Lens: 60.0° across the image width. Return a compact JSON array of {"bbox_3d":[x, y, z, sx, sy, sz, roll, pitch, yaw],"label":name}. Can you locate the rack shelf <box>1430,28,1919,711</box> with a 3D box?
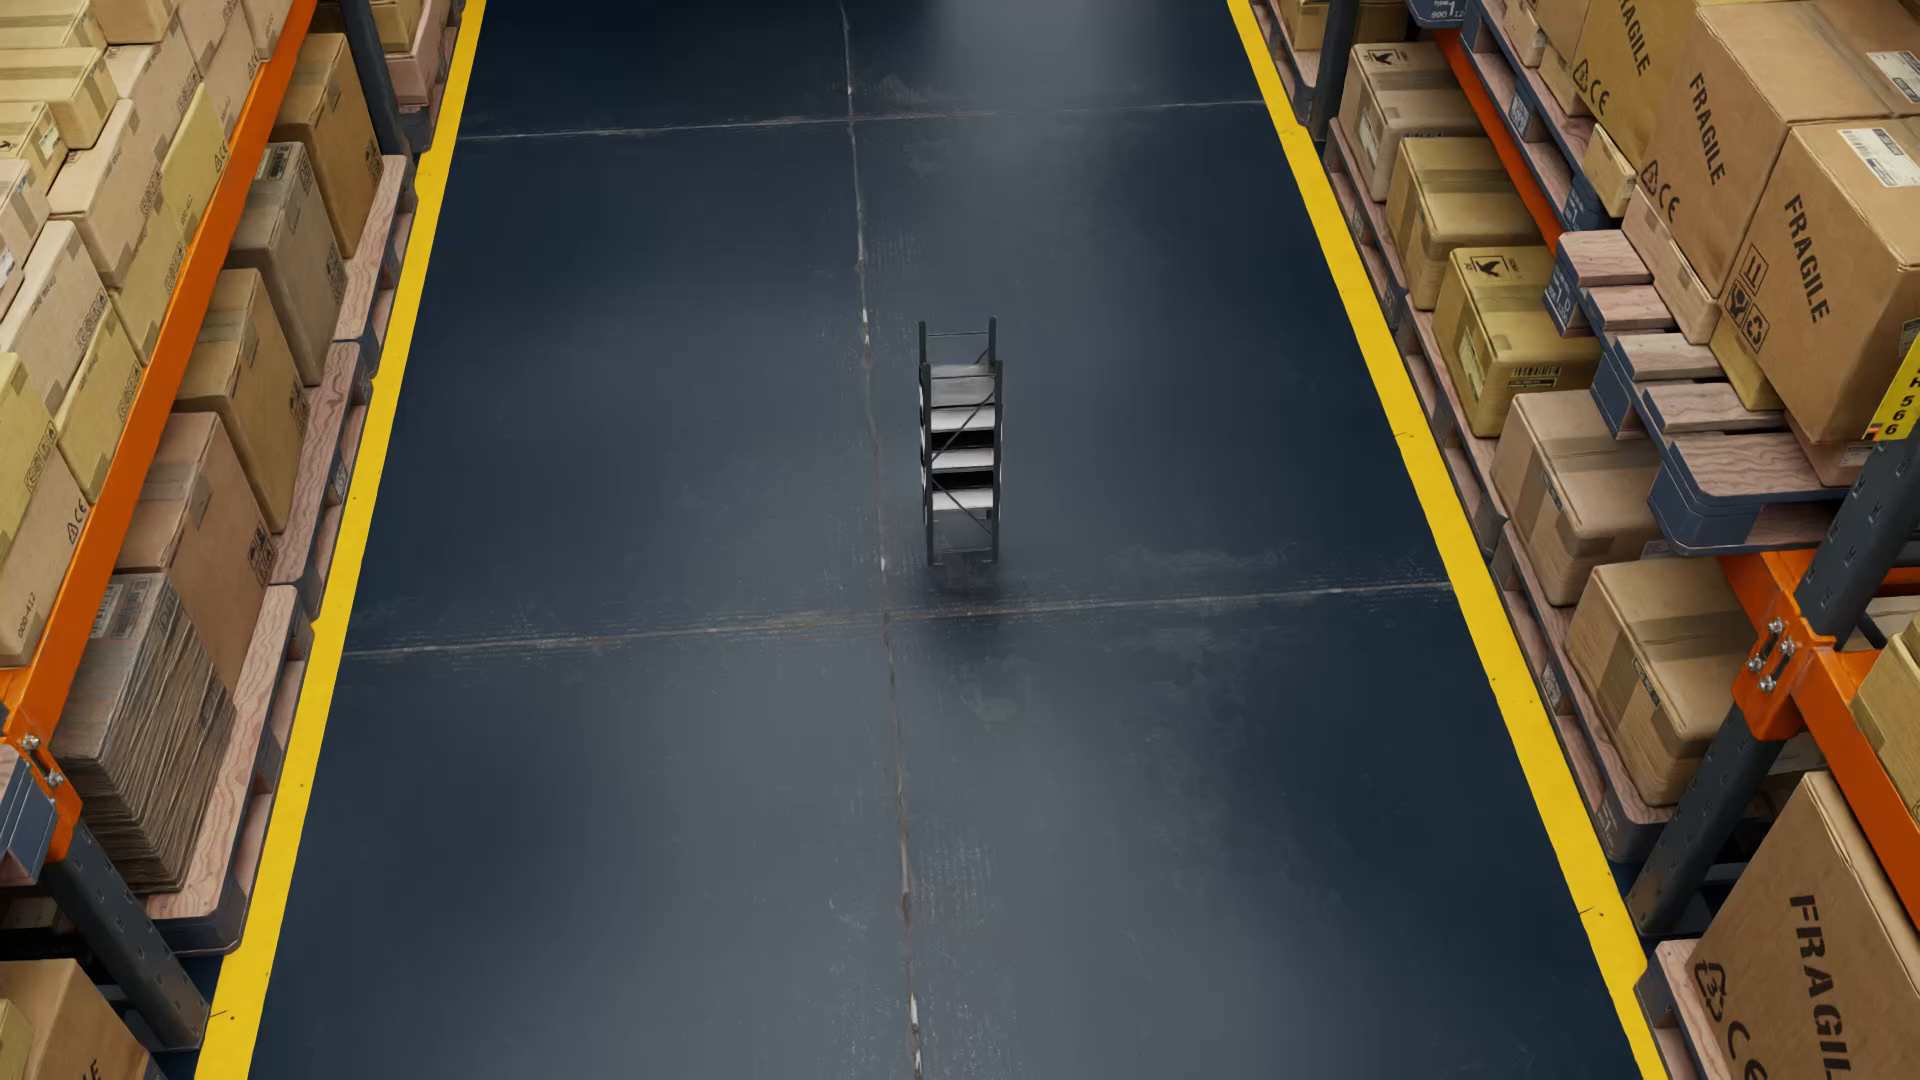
[{"bbox_3d":[2.241,-1.184,5.300,1.077,0.370,4.000,-3,47,-3],"label":"rack shelf"}]

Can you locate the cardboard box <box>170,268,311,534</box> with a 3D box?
[{"bbox_3d":[-2.695,-0.419,5.427,0.875,0.625,0.625,-5,47,-5],"label":"cardboard box"}]

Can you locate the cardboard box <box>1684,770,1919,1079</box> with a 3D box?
[{"bbox_3d":[2.384,1.107,3.810,0.875,0.875,0.875,-4,47,-4],"label":"cardboard box"}]

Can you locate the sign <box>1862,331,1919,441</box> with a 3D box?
[{"bbox_3d":[1.869,-0.315,3.239,0.100,0.325,0.005,-3,47,-3],"label":"sign"}]

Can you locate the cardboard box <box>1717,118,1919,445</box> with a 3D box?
[{"bbox_3d":[2.093,-0.577,3.668,0.500,0.500,0.500,-5,47,-4],"label":"cardboard box"}]

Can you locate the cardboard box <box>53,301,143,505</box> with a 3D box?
[{"bbox_3d":[-2.368,-0.328,4.098,0.500,0.250,0.500,-4,47,-4],"label":"cardboard box"}]

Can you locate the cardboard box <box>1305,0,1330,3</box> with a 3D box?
[{"bbox_3d":[1.757,-2.746,7.373,0.500,0.500,0.500,-4,47,-4],"label":"cardboard box"}]

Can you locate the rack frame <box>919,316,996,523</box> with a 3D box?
[{"bbox_3d":[-0.008,-0.377,5.487,0.240,0.900,0.006,-3,47,-3],"label":"rack frame"}]

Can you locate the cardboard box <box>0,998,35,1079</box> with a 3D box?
[{"bbox_3d":[-2.244,1.154,3.576,0.380,0.149,0.250,-6,47,-5],"label":"cardboard box"}]

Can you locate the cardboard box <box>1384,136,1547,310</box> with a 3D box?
[{"bbox_3d":[2.184,-1.220,6.360,0.950,0.372,0.625,-1,47,-1],"label":"cardboard box"}]

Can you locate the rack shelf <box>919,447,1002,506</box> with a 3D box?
[{"bbox_3d":[0.001,-0.219,5.507,0.258,0.077,0.200,-3,47,-3],"label":"rack shelf"}]

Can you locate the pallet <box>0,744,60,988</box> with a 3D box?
[{"bbox_3d":[-2.411,0.873,2.990,1.213,0.211,1.003,-3,47,-3],"label":"pallet"}]

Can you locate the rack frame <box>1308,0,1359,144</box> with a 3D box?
[{"bbox_3d":[2.074,-2.878,6.410,1.000,3.000,0.127,-3,47,-3],"label":"rack frame"}]

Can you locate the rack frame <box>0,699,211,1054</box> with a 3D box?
[{"bbox_3d":[-2.537,0.320,3.381,1.000,3.000,0.127,-3,47,-3],"label":"rack frame"}]

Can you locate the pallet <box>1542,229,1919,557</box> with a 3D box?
[{"bbox_3d":[2.243,-0.427,4.221,1.213,0.211,1.003,-3,47,-3],"label":"pallet"}]

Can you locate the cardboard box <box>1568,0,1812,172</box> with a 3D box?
[{"bbox_3d":[1.996,-1.315,4.367,0.500,0.500,0.500,-6,47,-6],"label":"cardboard box"}]

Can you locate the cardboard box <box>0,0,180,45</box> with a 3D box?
[{"bbox_3d":[-2.387,-1.488,4.577,0.380,0.149,0.250,-5,47,-4],"label":"cardboard box"}]

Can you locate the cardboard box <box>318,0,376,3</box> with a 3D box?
[{"bbox_3d":[-2.600,-2.485,6.954,0.500,0.250,0.500,-4,47,-4],"label":"cardboard box"}]

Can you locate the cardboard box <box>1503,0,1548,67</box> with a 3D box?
[{"bbox_3d":[1.886,-1.572,5.057,0.380,0.149,0.250,-2,47,-2],"label":"cardboard box"}]

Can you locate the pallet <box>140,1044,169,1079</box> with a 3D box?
[{"bbox_3d":[-2.513,1.822,3.879,1.003,0.211,1.213,-3,47,-3],"label":"pallet"}]

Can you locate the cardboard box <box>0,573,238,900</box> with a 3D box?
[{"bbox_3d":[-2.576,0.541,4.518,0.875,0.625,0.625,-2,47,-2],"label":"cardboard box"}]

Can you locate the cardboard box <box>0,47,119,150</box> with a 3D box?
[{"bbox_3d":[-2.389,-1.119,4.228,0.380,0.149,0.250,-3,47,-2],"label":"cardboard box"}]

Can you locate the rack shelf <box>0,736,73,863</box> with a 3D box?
[{"bbox_3d":[-2.370,2.015,2.271,1.077,0.370,4.000,-3,47,-3],"label":"rack shelf"}]

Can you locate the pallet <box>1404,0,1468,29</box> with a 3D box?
[{"bbox_3d":[1.993,-2.250,5.947,1.003,0.211,1.213,-3,47,-3],"label":"pallet"}]

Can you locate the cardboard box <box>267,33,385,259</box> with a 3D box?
[{"bbox_3d":[-2.817,-1.525,6.474,0.875,0.625,0.625,-2,47,-2],"label":"cardboard box"}]

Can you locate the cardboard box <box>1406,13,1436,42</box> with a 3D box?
[{"bbox_3d":[2.293,-2.520,7.675,0.500,0.250,0.500,-5,47,-5],"label":"cardboard box"}]

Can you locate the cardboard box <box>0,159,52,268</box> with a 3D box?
[{"bbox_3d":[-2.376,-0.751,3.880,0.380,0.149,0.250,-3,47,-3],"label":"cardboard box"}]

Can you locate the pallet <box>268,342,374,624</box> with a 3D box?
[{"bbox_3d":[-2.666,-0.199,5.793,1.003,0.211,1.213,-3,47,-3],"label":"pallet"}]

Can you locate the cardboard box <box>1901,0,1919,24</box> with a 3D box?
[{"bbox_3d":[2.551,-0.981,4.050,0.500,0.500,0.500,-1,47,-1],"label":"cardboard box"}]

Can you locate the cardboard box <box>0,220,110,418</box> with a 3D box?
[{"bbox_3d":[-2.372,-0.498,3.915,0.500,0.250,0.500,-2,47,-2],"label":"cardboard box"}]

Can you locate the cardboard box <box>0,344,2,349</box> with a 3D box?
[{"bbox_3d":[-2.294,-0.379,3.527,0.380,0.149,0.250,-3,47,-2],"label":"cardboard box"}]

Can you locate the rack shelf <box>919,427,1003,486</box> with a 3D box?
[{"bbox_3d":[0.001,-0.281,5.442,0.258,0.077,0.200,-3,47,-3],"label":"rack shelf"}]

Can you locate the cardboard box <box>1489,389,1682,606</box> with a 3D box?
[{"bbox_3d":[2.301,-0.168,5.363,0.950,0.372,0.625,-4,47,-4],"label":"cardboard box"}]

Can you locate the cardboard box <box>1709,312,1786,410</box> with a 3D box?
[{"bbox_3d":[2.052,-0.454,3.998,0.380,0.149,0.250,-3,47,-3],"label":"cardboard box"}]

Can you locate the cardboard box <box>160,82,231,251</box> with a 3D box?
[{"bbox_3d":[-2.460,-1.076,4.806,0.500,0.250,0.500,-2,47,-2],"label":"cardboard box"}]

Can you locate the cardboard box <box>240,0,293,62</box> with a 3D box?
[{"bbox_3d":[-2.522,-1.810,5.501,0.500,0.250,0.500,-4,47,-4],"label":"cardboard box"}]

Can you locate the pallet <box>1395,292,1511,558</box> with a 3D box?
[{"bbox_3d":[2.246,-0.471,6.051,1.003,0.211,1.213,-3,47,-3],"label":"pallet"}]

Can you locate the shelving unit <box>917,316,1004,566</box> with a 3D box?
[{"bbox_3d":[0.001,-0.304,5.418,0.258,0.900,0.210,-3,47,-3],"label":"shelving unit"}]

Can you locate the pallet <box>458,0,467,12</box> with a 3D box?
[{"bbox_3d":[-3.002,-3.077,8.519,1.003,0.211,1.213,-3,47,-3],"label":"pallet"}]

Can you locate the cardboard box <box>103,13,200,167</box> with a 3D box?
[{"bbox_3d":[-2.466,-1.246,4.623,0.500,0.250,0.500,-3,47,-3],"label":"cardboard box"}]

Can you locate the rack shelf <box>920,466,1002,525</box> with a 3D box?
[{"bbox_3d":[0.001,-0.157,5.573,0.258,0.077,0.200,-3,47,-3],"label":"rack shelf"}]

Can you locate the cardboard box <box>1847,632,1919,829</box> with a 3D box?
[{"bbox_3d":[2.199,0.437,3.373,0.500,0.250,0.500,-4,47,-4],"label":"cardboard box"}]

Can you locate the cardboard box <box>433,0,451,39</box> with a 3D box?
[{"bbox_3d":[-2.641,-2.509,7.665,0.500,0.250,0.500,-4,47,-4],"label":"cardboard box"}]

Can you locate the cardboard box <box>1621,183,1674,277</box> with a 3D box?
[{"bbox_3d":[1.973,-0.817,4.341,0.380,0.149,0.250,-5,47,-5],"label":"cardboard box"}]

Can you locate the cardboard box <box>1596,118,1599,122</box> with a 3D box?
[{"bbox_3d":[2.041,-1.204,4.708,0.380,0.149,0.250,-3,47,-3],"label":"cardboard box"}]
